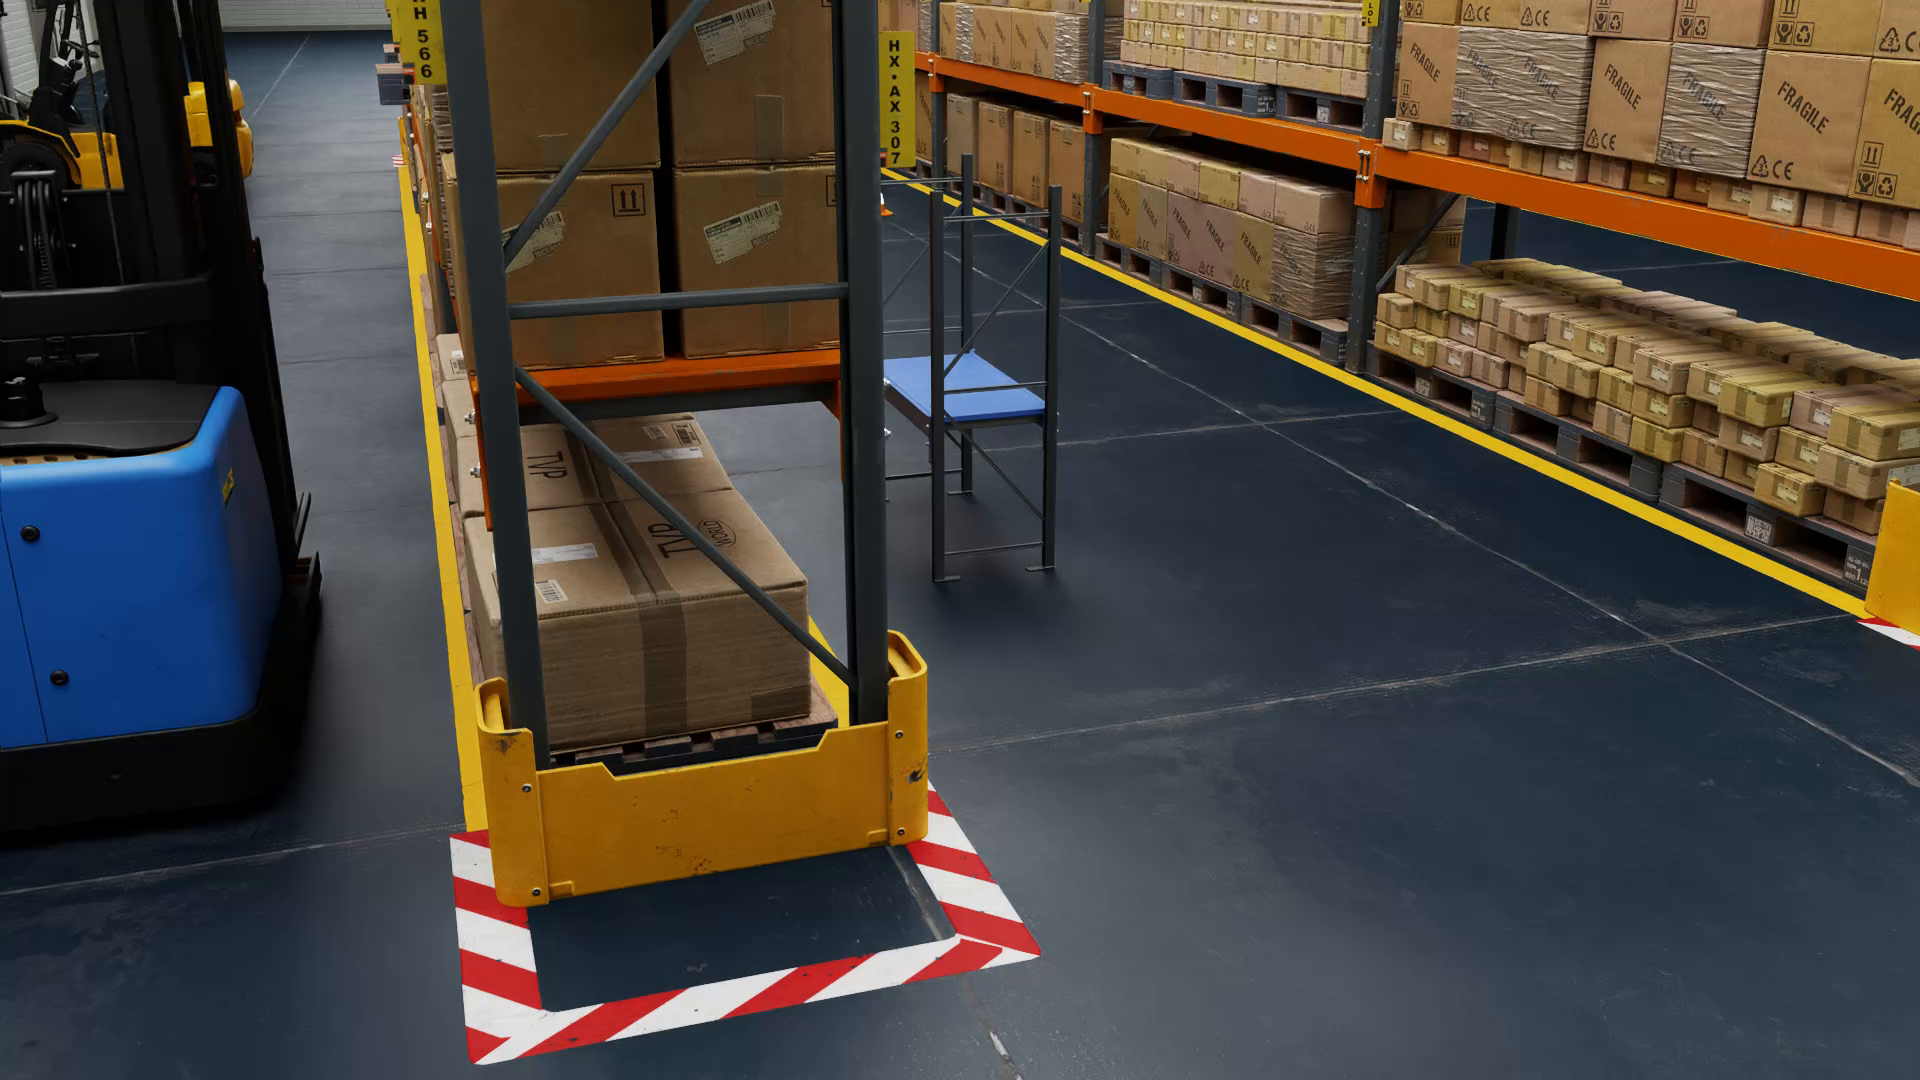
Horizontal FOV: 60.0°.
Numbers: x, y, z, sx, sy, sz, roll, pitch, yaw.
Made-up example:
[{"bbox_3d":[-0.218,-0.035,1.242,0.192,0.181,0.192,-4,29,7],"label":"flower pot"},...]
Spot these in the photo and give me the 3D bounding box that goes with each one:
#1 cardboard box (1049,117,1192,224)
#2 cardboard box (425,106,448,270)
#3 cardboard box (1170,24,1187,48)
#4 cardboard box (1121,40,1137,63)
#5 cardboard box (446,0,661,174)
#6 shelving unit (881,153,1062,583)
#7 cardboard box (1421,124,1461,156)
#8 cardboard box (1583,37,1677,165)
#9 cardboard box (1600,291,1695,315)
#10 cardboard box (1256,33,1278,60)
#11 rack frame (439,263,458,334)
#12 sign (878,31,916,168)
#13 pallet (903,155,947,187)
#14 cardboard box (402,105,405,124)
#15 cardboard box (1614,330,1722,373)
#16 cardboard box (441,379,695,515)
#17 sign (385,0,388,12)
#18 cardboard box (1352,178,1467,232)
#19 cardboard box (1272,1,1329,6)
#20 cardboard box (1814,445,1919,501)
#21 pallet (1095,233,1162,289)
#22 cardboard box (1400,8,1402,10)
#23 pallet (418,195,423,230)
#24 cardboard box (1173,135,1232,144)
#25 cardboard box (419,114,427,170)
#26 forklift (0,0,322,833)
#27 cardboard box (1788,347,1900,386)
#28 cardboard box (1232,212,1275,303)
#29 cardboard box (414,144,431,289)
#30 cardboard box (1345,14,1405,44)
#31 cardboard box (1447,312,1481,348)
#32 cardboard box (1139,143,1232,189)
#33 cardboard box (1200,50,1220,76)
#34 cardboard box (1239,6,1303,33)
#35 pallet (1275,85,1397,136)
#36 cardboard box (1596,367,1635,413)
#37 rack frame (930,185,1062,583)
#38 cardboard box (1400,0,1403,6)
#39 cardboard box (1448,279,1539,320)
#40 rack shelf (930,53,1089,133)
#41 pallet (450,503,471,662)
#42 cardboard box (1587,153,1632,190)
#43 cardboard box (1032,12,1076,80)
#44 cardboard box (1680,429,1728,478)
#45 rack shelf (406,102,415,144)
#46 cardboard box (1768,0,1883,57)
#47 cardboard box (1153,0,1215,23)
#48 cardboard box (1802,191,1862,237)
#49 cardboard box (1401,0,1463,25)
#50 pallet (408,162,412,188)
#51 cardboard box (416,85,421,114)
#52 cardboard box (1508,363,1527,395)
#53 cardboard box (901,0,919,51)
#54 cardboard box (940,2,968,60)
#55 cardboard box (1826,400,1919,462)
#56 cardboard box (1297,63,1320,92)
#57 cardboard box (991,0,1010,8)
[{"bbox_3d":[1.359,-3.053,13.685,1.050,0.750,0.750,-7,21,-18],"label":"cardboard box"},{"bbox_3d":[-1.580,-1.248,5.806,0.500,0.500,0.500,-6,21,-16],"label":"cardboard box"},{"bbox_3d":[1.680,-3.499,11.531,0.380,0.149,0.250,-6,21,-17],"label":"cardboard box"},{"bbox_3d":[1.414,-3.623,12.317,0.380,0.149,0.250,-7,21,-18],"label":"cardboard box"},{"bbox_3d":[-1.065,-1.230,4.278,0.500,0.500,0.500,-6,21,-15],"label":"cardboard box"},{"bbox_3d":[-0.027,-0.733,6.739,0.538,1.500,1.048,-6,21,-17],"label":"shelving unit"},{"bbox_3d":[2.652,-2.106,8.715,0.380,0.149,0.250,-6,21,-16],"label":"cardboard box"},{"bbox_3d":[3.122,-1.934,7.276,0.500,0.500,0.500,-5,20,-14],"label":"cardboard box"},{"bbox_3d":[3.465,-1.149,8.395,0.380,0.149,0.250,-7,21,-20],"label":"cardboard box"},{"bbox_3d":[2.080,-3.087,10.383,0.380,0.149,0.250,-8,21,-20],"label":"cardboard box"},{"bbox_3d":[-1.945,-1.867,7.677,1.000,3.000,0.127,-6,21,-17],"label":"rack frame"},{"bbox_3d":[-0.159,-1.085,4.102,0.100,0.325,0.005,-6,21,-17],"label":"sign"},{"bbox_3d":[0.043,-3.933,17.553,1.003,0.211,1.213,-6,21,-17],"label":"pallet"},{"bbox_3d":[-5.549,-4.511,17.376,0.500,0.500,0.500,-7,21,-19],"label":"cardboard box"},{"bbox_3d":[3.210,-0.843,7.543,0.380,0.149,0.250,-7,21,-19],"label":"cardboard box"},{"bbox_3d":[-1.568,-0.359,6.647,0.875,0.438,0.875,-7,21,-19],"label":"cardboard box"},{"bbox_3d":[-4.972,-4.782,14.511,0.100,0.325,0.005,-6,21,-17],"label":"sign"},{"bbox_3d":[2.741,-2.065,10.195,0.500,0.250,0.500,-7,21,-20],"label":"cardboard box"},{"bbox_3d":[2.371,-3.632,11.460,0.380,0.149,0.250,-6,21,-17],"label":"cardboard box"},{"bbox_3d":[3.543,-0.277,6.406,0.380,0.149,0.250,-7,21,-19],"label":"cardboard box"},{"bbox_3d":[1.709,-2.146,12.578,1.003,0.211,1.213,-6,21,-17],"label":"pallet"},{"bbox_3d":[2.787,-3.212,10.291,0.380,0.149,0.250,-7,21,-18],"label":"cardboard box"},{"bbox_3d":[-4.213,-2.872,14.601,1.003,0.211,1.213,-6,21,-17],"label":"pallet"},{"bbox_3d":[1.929,-2.891,12.497,0.500,0.250,0.500,-7,21,-18],"label":"cardboard box"},{"bbox_3d":[-2.325,-1.914,8.029,0.500,0.250,0.500,-7,21,-18],"label":"cardboard box"},{"bbox_3d":[-2.880,-1.025,5.434,1.130,2.935,3.031,-6,21,-16],"label":"forklift"},{"bbox_3d":[3.822,-0.723,7.208,0.380,0.149,0.250,-7,21,-20],"label":"cardboard box"},{"bbox_3d":[2.090,-1.822,10.628,0.500,0.500,0.500,-7,21,-18],"label":"cardboard box"},{"bbox_3d":[-3.064,-2.118,10.897,0.875,0.875,0.875,-7,21,-18],"label":"cardboard box"},{"bbox_3d":[2.411,-2.893,9.403,0.380,0.149,0.250,-5,20,-15],"label":"cardboard box"},{"bbox_3d":[2.808,-1.125,8.767,0.380,0.149,0.250,-7,21,-18],"label":"cardboard box"},{"bbox_3d":[1.611,-2.673,11.889,0.500,0.250,0.500,-7,21,-18],"label":"cardboard box"},{"bbox_3d":[1.833,-3.198,11.133,0.380,0.149,0.250,-6,21,-16],"label":"cardboard box"},{"bbox_3d":[2.002,-3.311,10.568,0.380,0.149,0.250,-7,21,-20],"label":"cardboard box"},{"bbox_3d":[2.620,-2.596,9.990,1.003,0.211,1.213,-6,21,-17],"label":"pallet"},{"bbox_3d":[3.140,-0.692,7.563,0.380,0.149,0.250,-5,20,-14],"label":"cardboard box"},{"bbox_3d":[0.133,-0.570,6.285,0.500,1.500,0.032,-6,21,-17],"label":"rack frame"},{"bbox_3d":[5.065,-5.697,16.832,1.000,1.000,1.000,-6,21,-17],"label":"cardboard box"},{"bbox_3d":[2.791,-1.258,8.698,0.380,0.149,0.250,-7,21,-18],"label":"cardboard box"},{"bbox_3d":[0.836,-4.012,14.714,1.077,0.370,4.000,-6,21,-17],"label":"rack shelf"},{"bbox_3d":[-1.393,0.090,6.354,1.003,0.211,1.213,-6,21,-17],"label":"pallet"},{"bbox_3d":[3.089,-1.683,7.536,0.380,0.149,0.250,-6,21,-15],"label":"cardboard box"},{"bbox_3d":[0.913,-4.032,13.557,0.500,0.500,0.500,-6,21,-17],"label":"cardboard box"},{"bbox_3d":[3.348,-0.388,7.155,0.380,0.149,0.250,-6,21,-17],"label":"cardboard box"},{"bbox_3d":[-3.831,-3.454,13.159,1.077,0.370,4.000,-6,21,-17],"label":"rack shelf"},{"bbox_3d":[3.440,-2.082,6.210,0.500,0.500,0.500,-7,21,-19],"label":"cardboard box"},{"bbox_3d":[1.586,-3.734,11.746,0.380,0.149,0.250,-7,21,-18],"label":"cardboard box"},{"bbox_3d":[3.473,-1.261,6.361,0.380,0.149,0.250,-7,21,-18],"label":"cardboard box"},{"bbox_3d":[2.633,-2.912,8.520,0.500,0.500,0.500,-6,21,-16],"label":"cardboard box"},{"bbox_3d":[-5.091,-3.726,16.977,1.003,0.211,1.213,-6,21,-17],"label":"pallet"},{"bbox_3d":[-2.479,-2.307,8.384,0.500,0.250,0.500,-6,21,-16],"label":"cardboard box"},{"bbox_3d":[2.988,-0.812,8.336,0.380,0.149,0.250,-7,21,-20],"label":"cardboard box"},{"bbox_3d":[-0.114,-5.354,17.164,0.875,0.550,0.550,-6,21,-17],"label":"cardboard box"},{"bbox_3d":[0.118,-4.842,15.813,0.500,0.500,0.500,-6,21,-17],"label":"cardboard box"},{"bbox_3d":[3.573,-0.421,6.366,0.380,0.149,0.250,-6,21,-17],"label":"cardboard box"},{"bbox_3d":[2.251,-2.775,9.954,0.380,0.149,0.250,-6,21,-17],"label":"cardboard box"},{"bbox_3d":[0.692,-5.024,14.841,0.700,0.500,0.500,-6,21,-17],"label":"cardboard box"}]
